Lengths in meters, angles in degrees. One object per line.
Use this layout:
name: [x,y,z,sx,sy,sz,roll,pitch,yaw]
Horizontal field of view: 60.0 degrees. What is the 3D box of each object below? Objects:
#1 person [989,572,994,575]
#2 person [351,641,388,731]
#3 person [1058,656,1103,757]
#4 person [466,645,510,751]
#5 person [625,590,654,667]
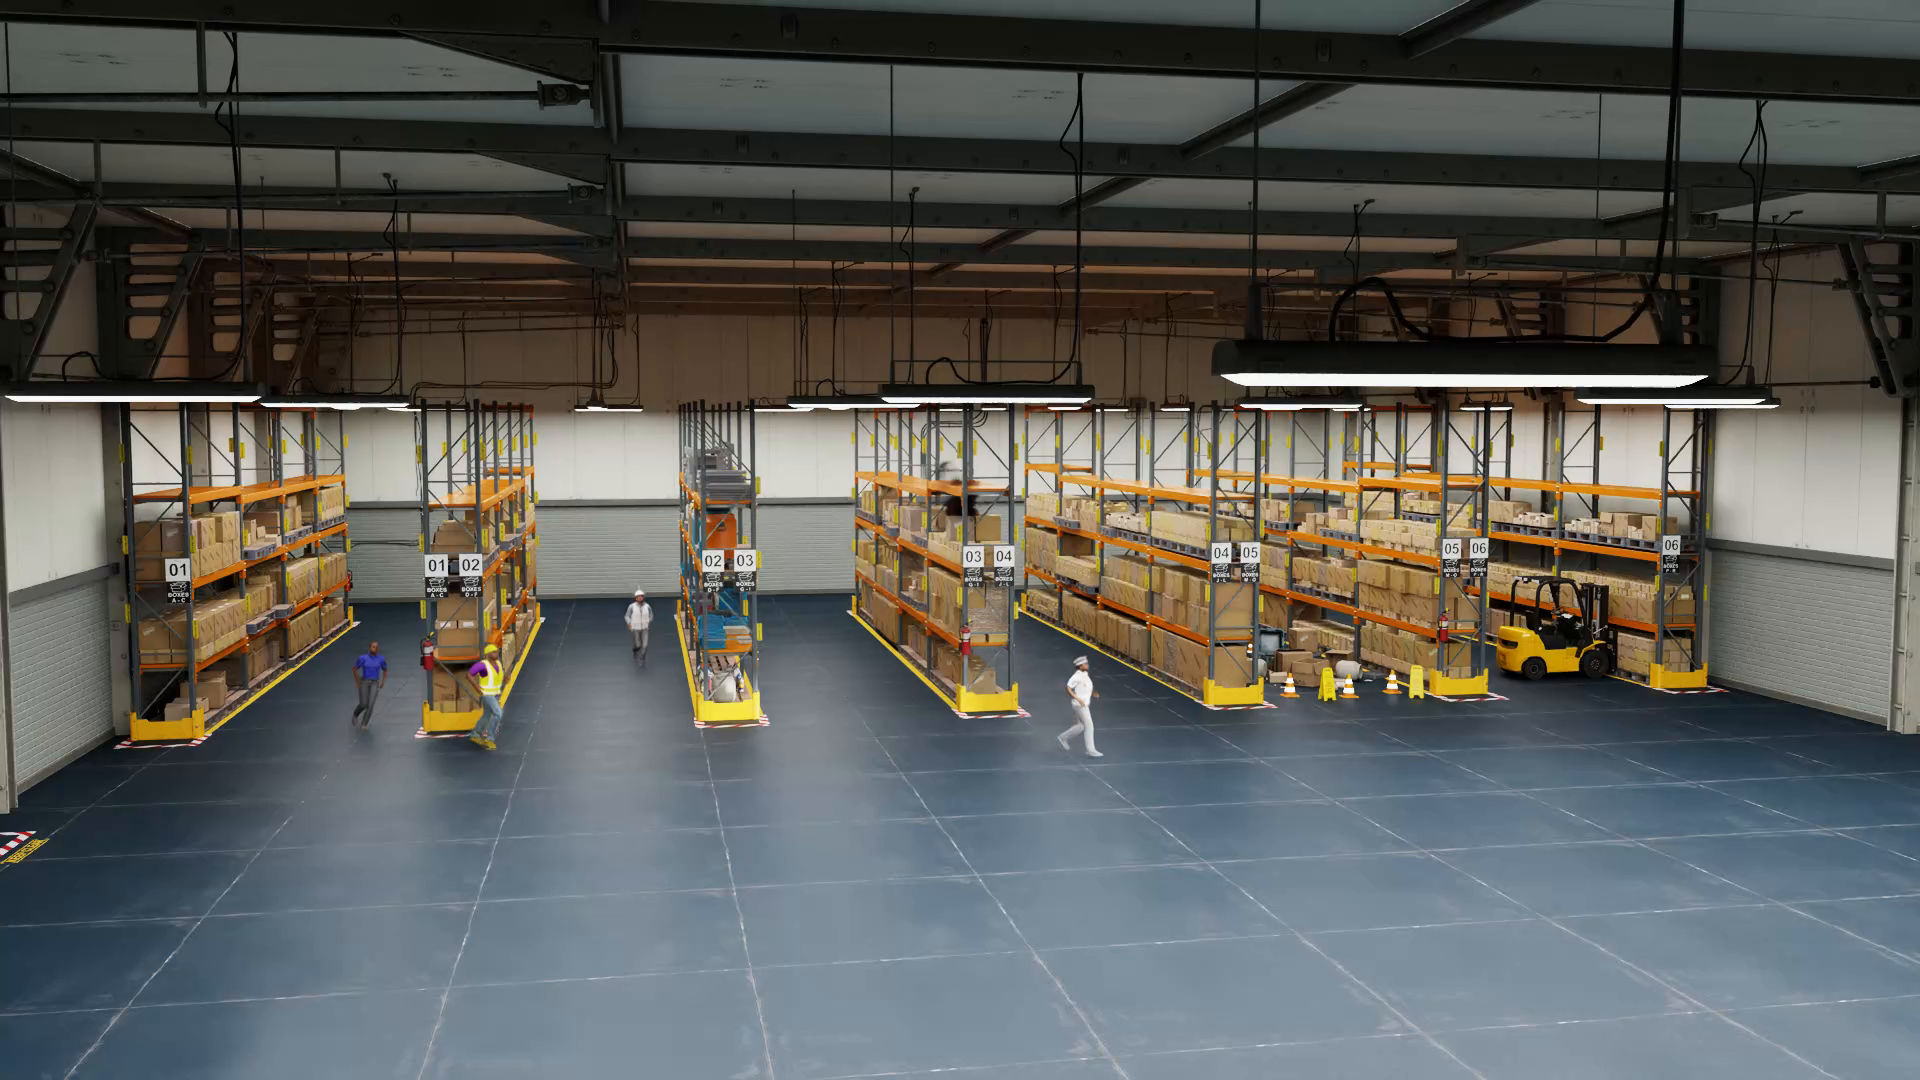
person: [0.810,1.275,47.332,0.674,1.810,0.859,0,4,-4]
person: [-10.748,2.643,30.307,0.631,1.601,0.538,-3,5,-31]
person: [2.022,2.772,27.864,0.779,1.688,0.583,1,5,18]
person: [-8.094,2.697,28.597,0.723,1.823,0.698,1,5,17]
person: [-7.290,2.009,37.891,0.659,1.729,0.586,-2,5,-22]
